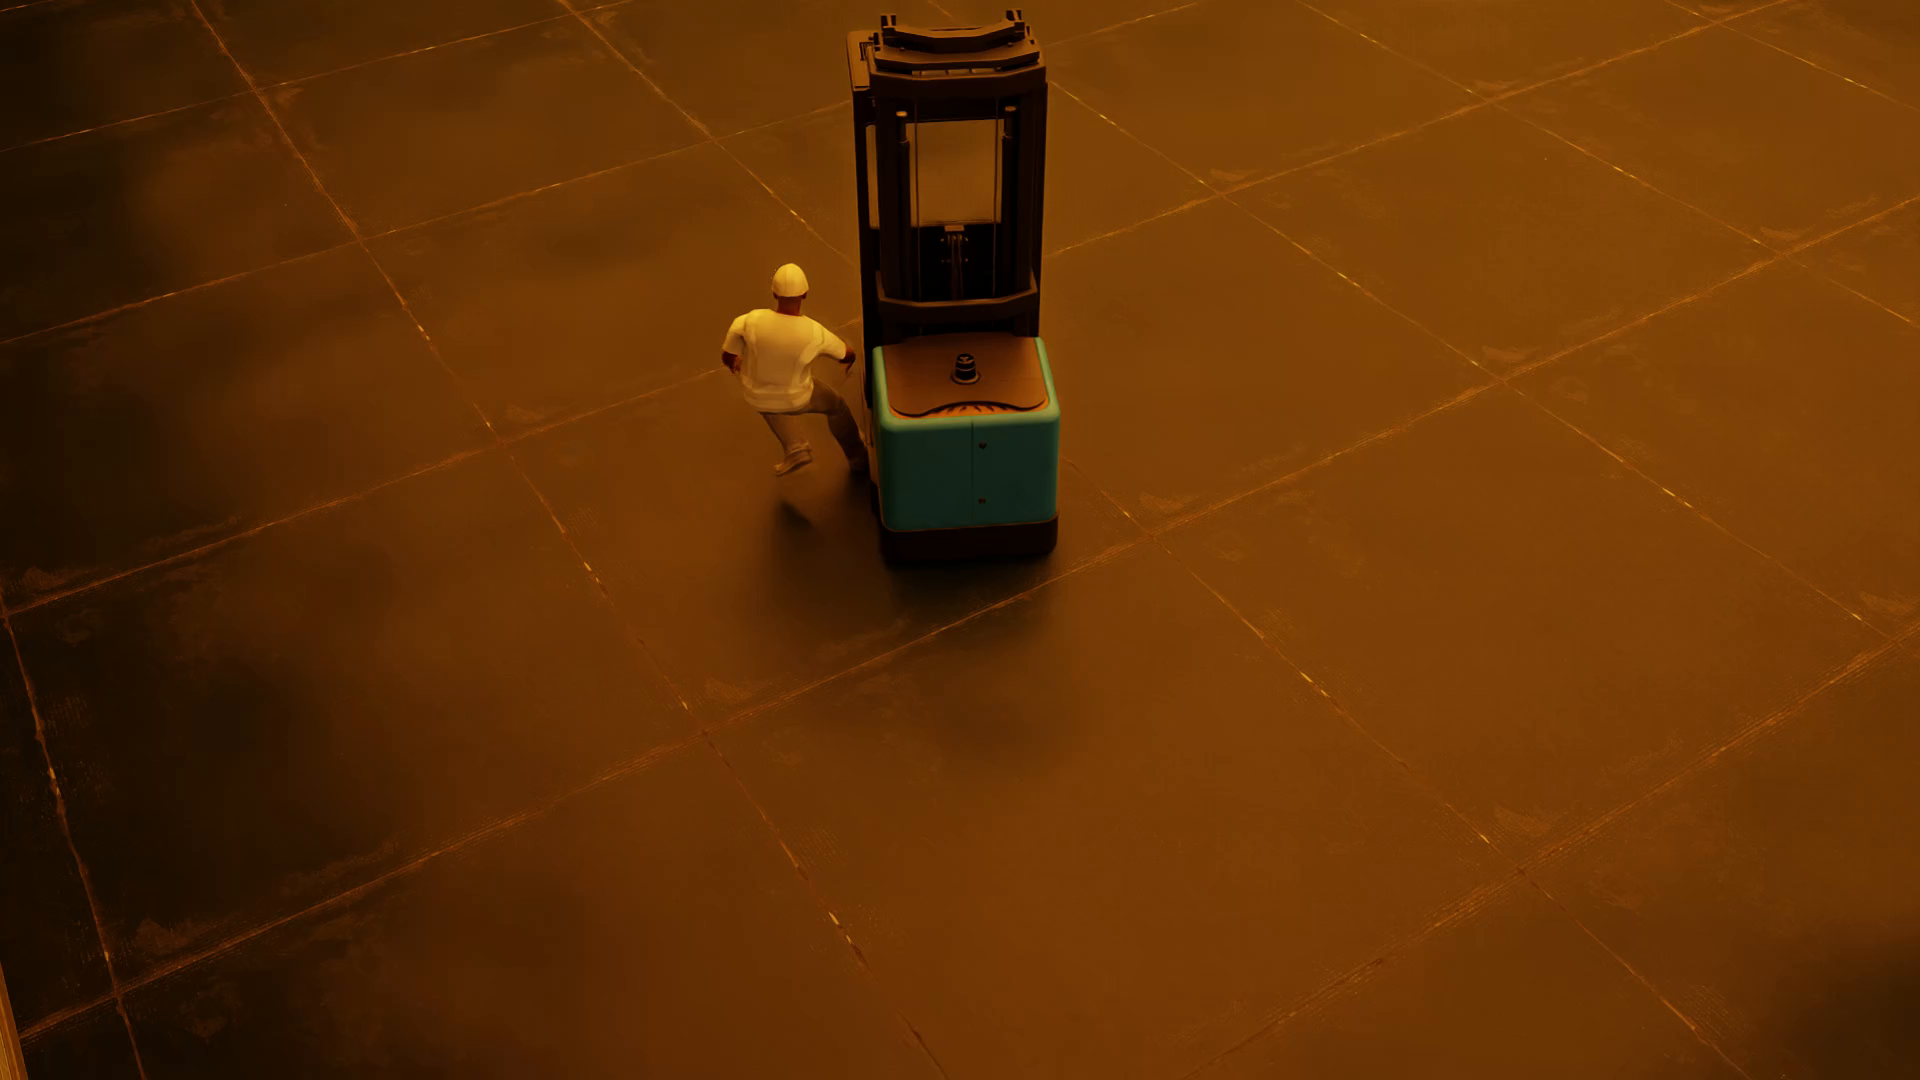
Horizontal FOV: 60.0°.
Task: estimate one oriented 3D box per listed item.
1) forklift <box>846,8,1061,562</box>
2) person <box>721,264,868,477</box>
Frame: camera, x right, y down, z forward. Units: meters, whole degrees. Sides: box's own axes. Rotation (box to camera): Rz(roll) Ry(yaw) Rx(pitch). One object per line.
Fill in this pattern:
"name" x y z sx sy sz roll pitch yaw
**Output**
"forklift" -0.081 -1.936 10.087 1.130 2.935 3.031 -4 41 -4
"person" -0.992 -1.022 10.014 0.804 1.621 0.693 2 41 3
